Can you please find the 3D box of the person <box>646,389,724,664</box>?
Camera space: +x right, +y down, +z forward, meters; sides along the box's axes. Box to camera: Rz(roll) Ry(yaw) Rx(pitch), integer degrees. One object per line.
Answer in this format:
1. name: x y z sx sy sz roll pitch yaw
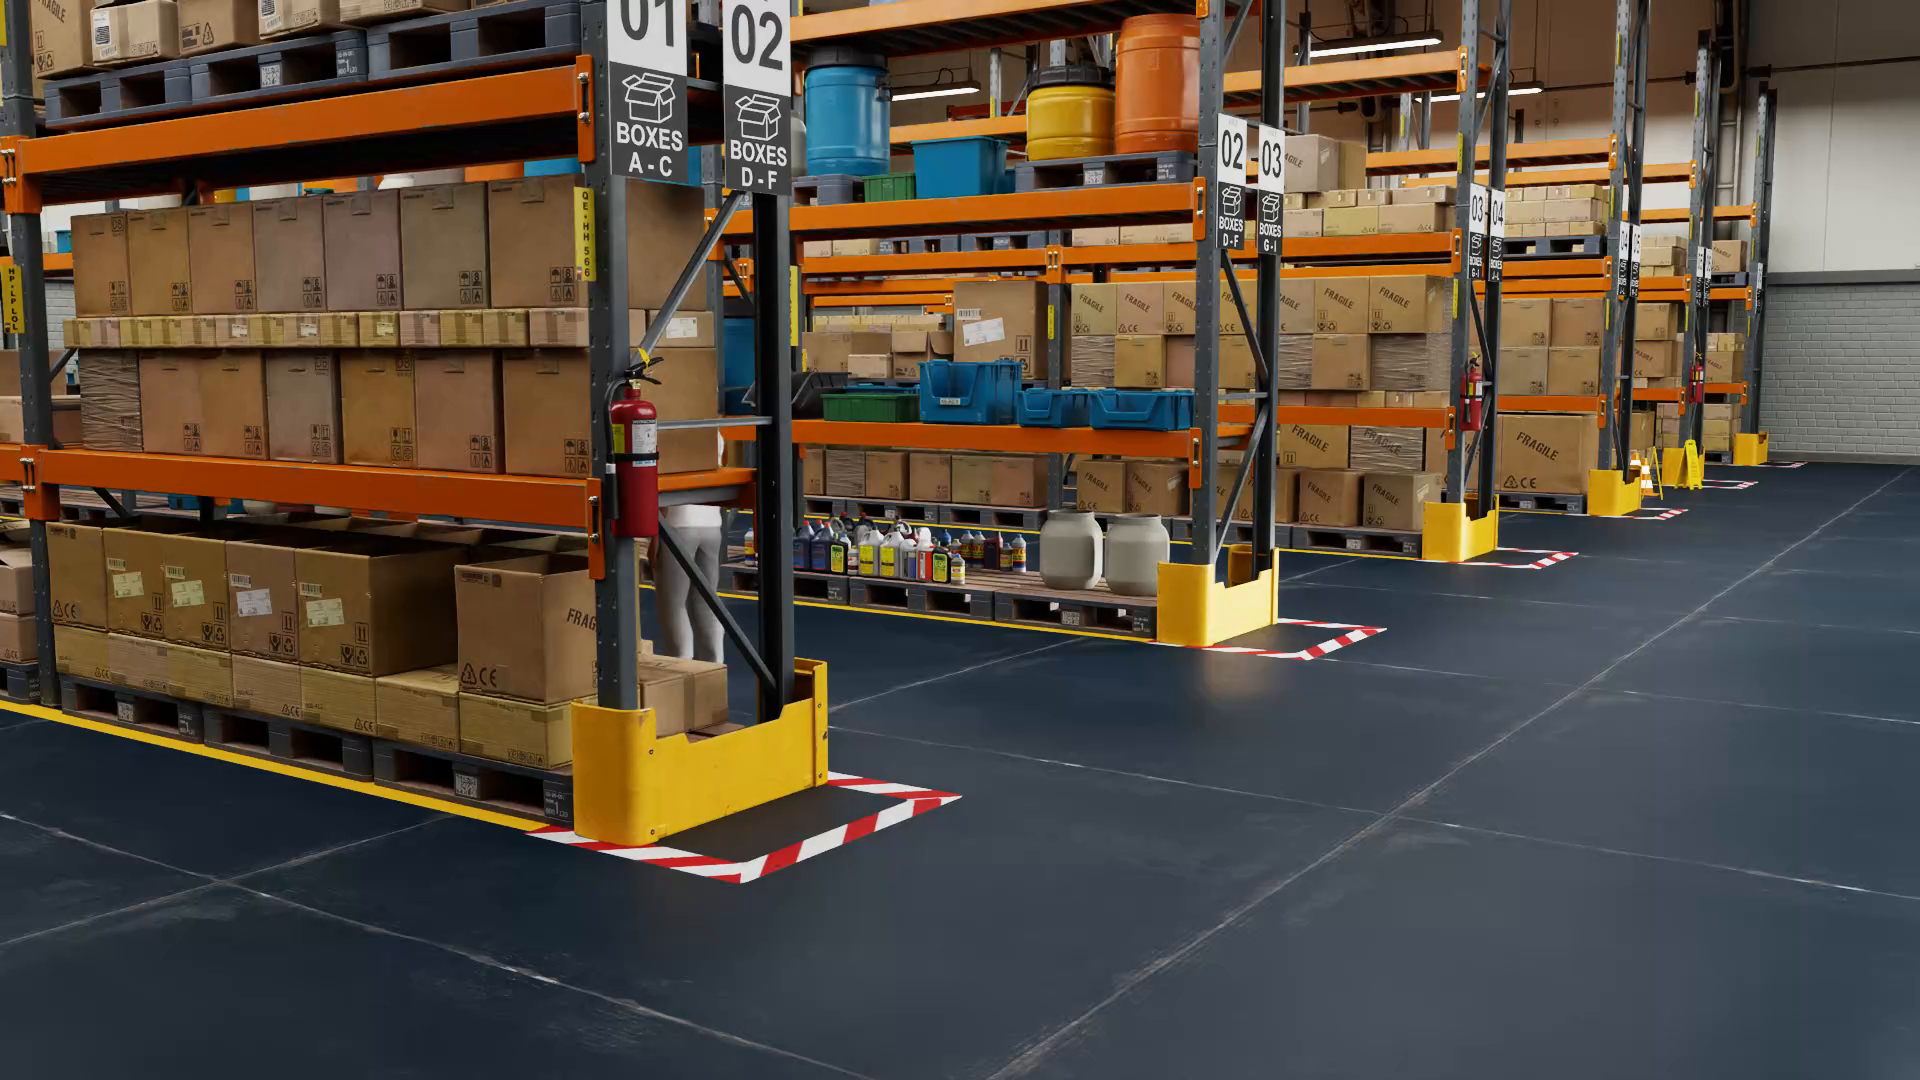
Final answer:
1. person: -1.416 -0.012 8.524 0.337 1.695 0.467 5 8 35
